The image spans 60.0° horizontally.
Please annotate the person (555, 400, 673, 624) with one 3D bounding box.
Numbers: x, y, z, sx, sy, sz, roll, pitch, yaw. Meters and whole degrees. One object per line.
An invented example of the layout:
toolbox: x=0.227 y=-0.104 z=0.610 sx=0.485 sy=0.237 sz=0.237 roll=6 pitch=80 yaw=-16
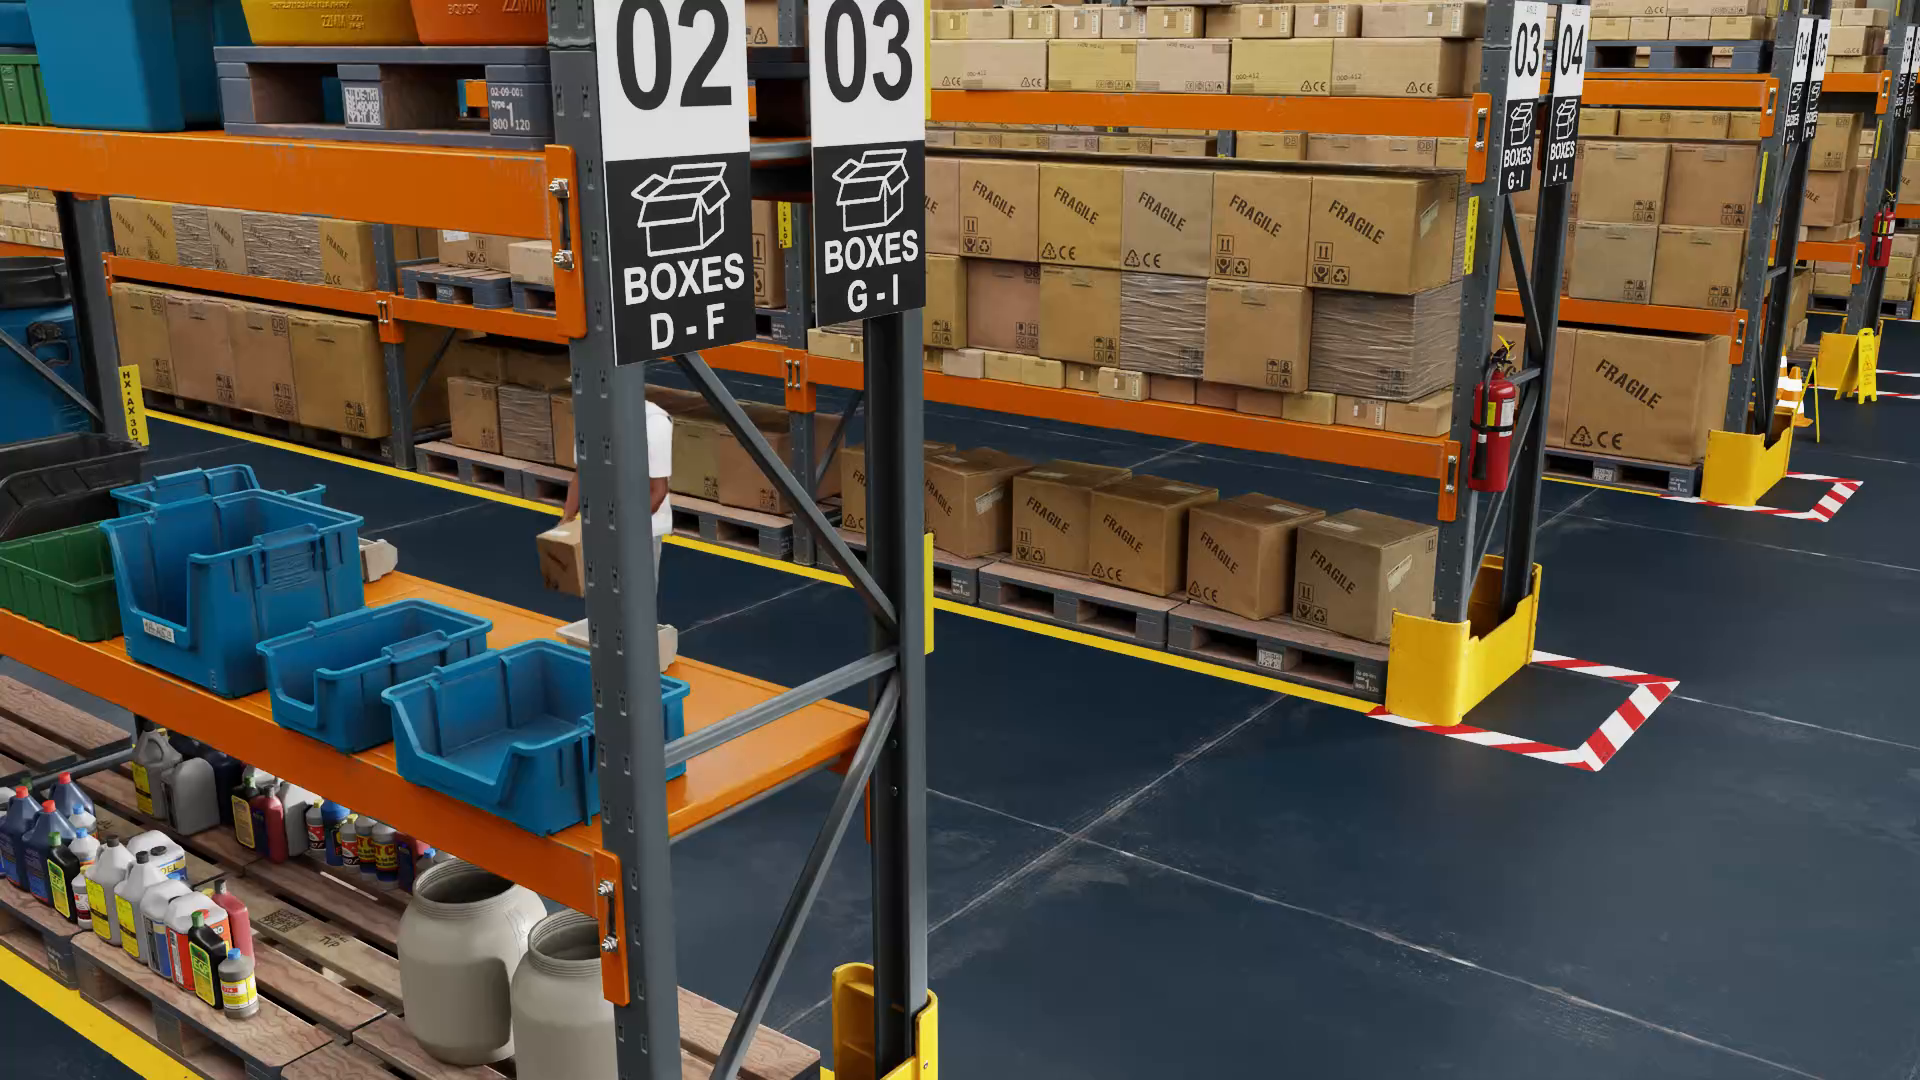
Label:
person: x=-1.564 y=-0.024 z=7.574 sx=0.569 sy=1.767 sz=0.482 roll=12 pitch=20 yaw=34
